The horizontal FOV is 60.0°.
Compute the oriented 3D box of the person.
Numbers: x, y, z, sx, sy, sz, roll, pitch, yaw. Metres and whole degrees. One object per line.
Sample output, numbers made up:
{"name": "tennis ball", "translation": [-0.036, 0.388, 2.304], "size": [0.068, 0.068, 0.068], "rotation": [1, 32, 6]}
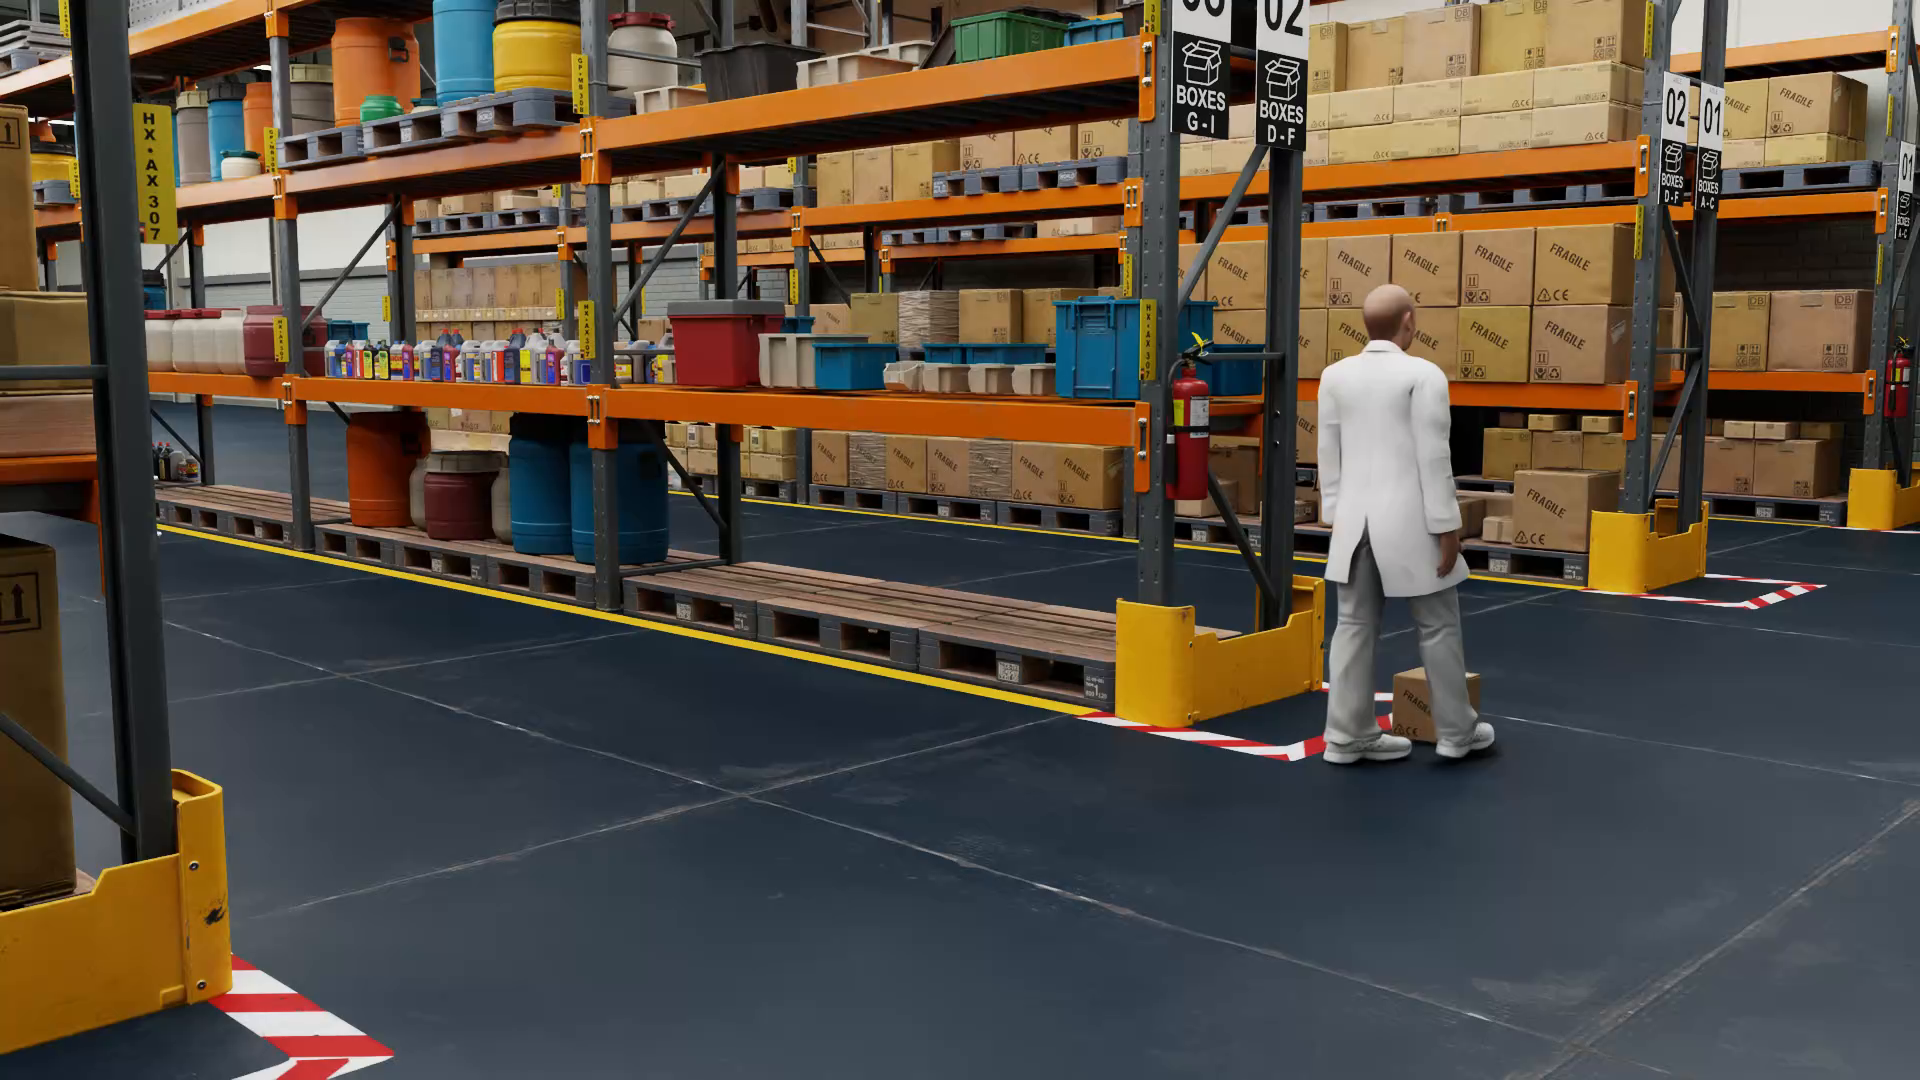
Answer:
{"name": "person", "translation": [1.697, -0.059, 6.255], "size": [0.595, 1.777, 0.692], "rotation": [7, 10, 44]}
